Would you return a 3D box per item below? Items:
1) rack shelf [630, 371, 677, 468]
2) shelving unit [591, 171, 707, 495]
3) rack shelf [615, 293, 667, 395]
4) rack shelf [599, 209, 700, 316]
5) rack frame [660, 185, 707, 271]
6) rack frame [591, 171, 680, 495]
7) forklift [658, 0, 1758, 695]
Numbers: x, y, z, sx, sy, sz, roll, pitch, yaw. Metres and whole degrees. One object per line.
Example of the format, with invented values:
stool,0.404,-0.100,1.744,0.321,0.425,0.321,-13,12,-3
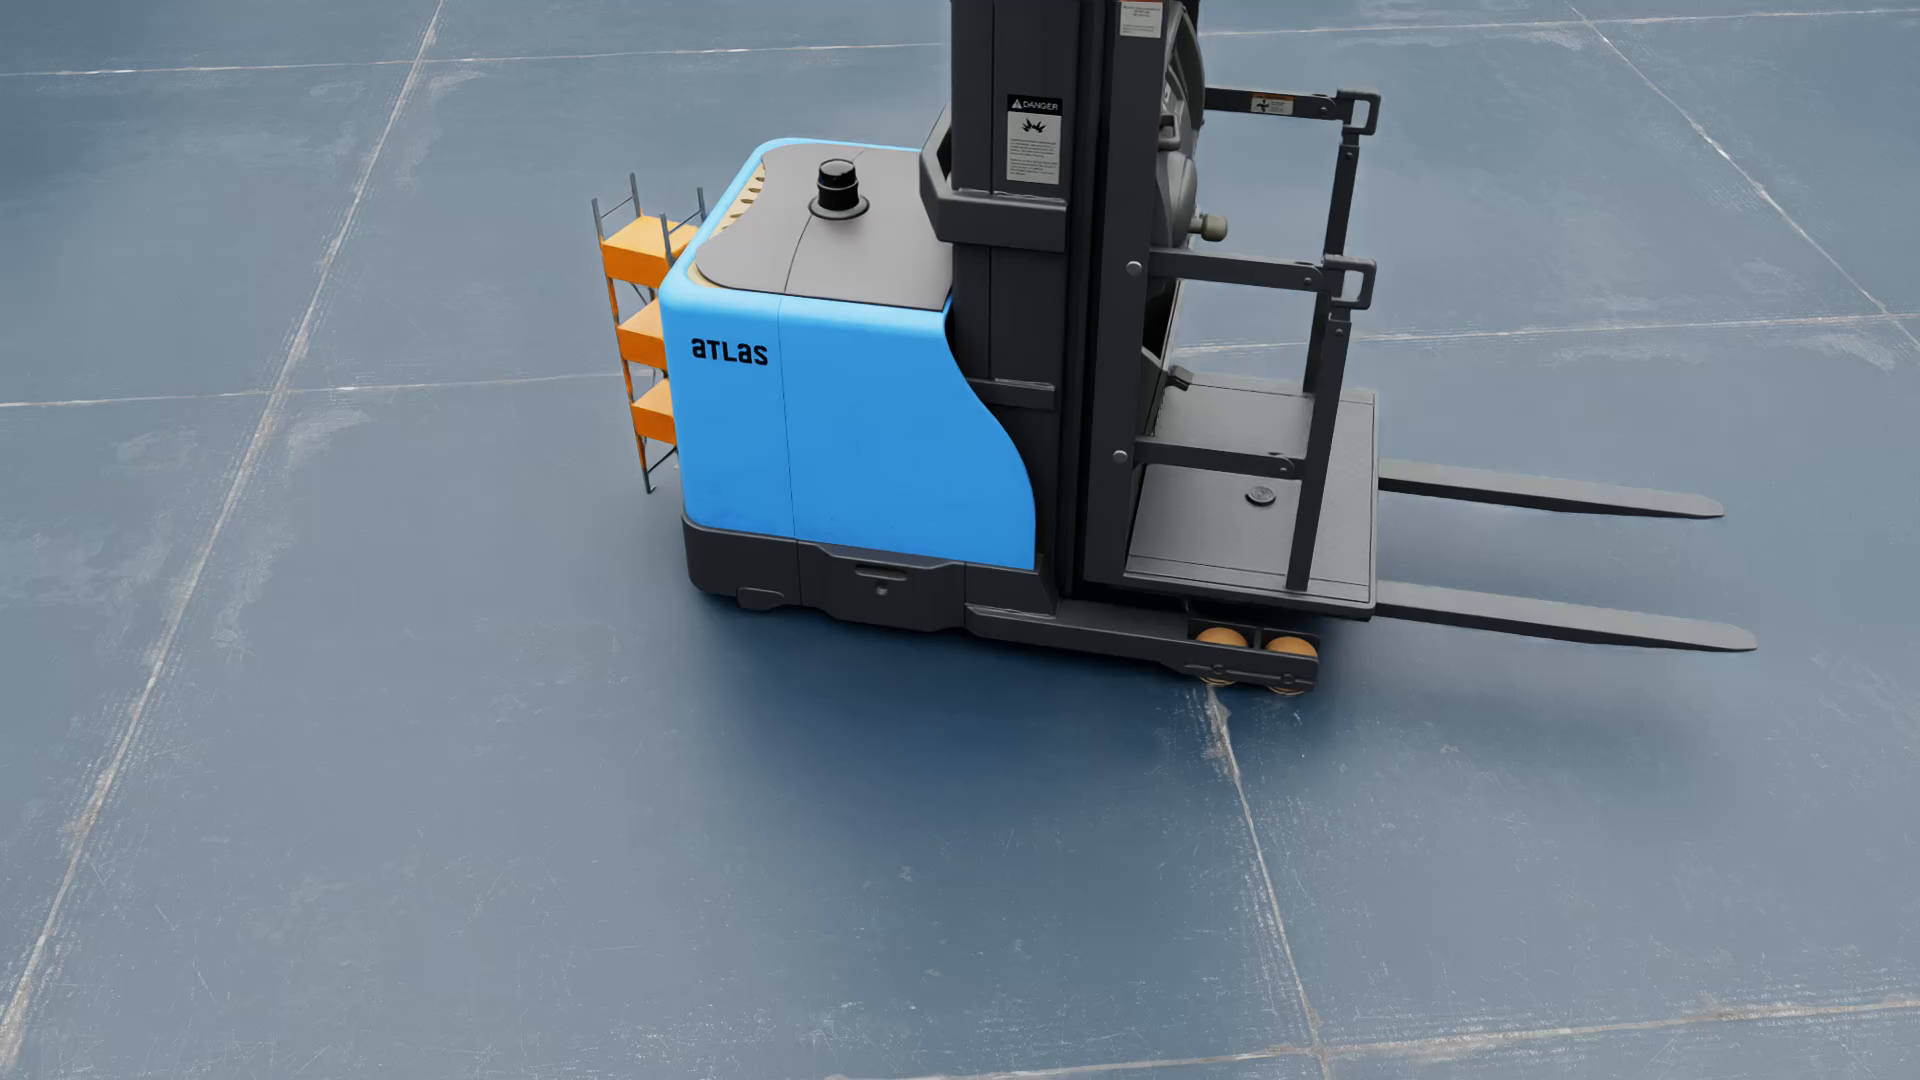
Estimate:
rack shelf,-0.878,-0.361,5.317,0.240,0.259,0.215,16,41,23
shelving unit,-0.889,-0.591,5.143,0.252,1.050,0.215,16,41,23
rack shelf,-0.889,-0.583,5.150,0.240,0.259,0.215,16,41,23
rack shelf,-0.900,-0.809,4.978,0.240,0.259,0.215,16,41,23
rack frame,-0.781,-0.560,5.095,0.008,1.050,0.200,16,41,23
rack frame,-0.997,-0.622,5.191,0.008,1.050,0.200,16,41,23
forklift,0.753,-1.074,4.245,3.031,2.935,1.130,7,39,9
